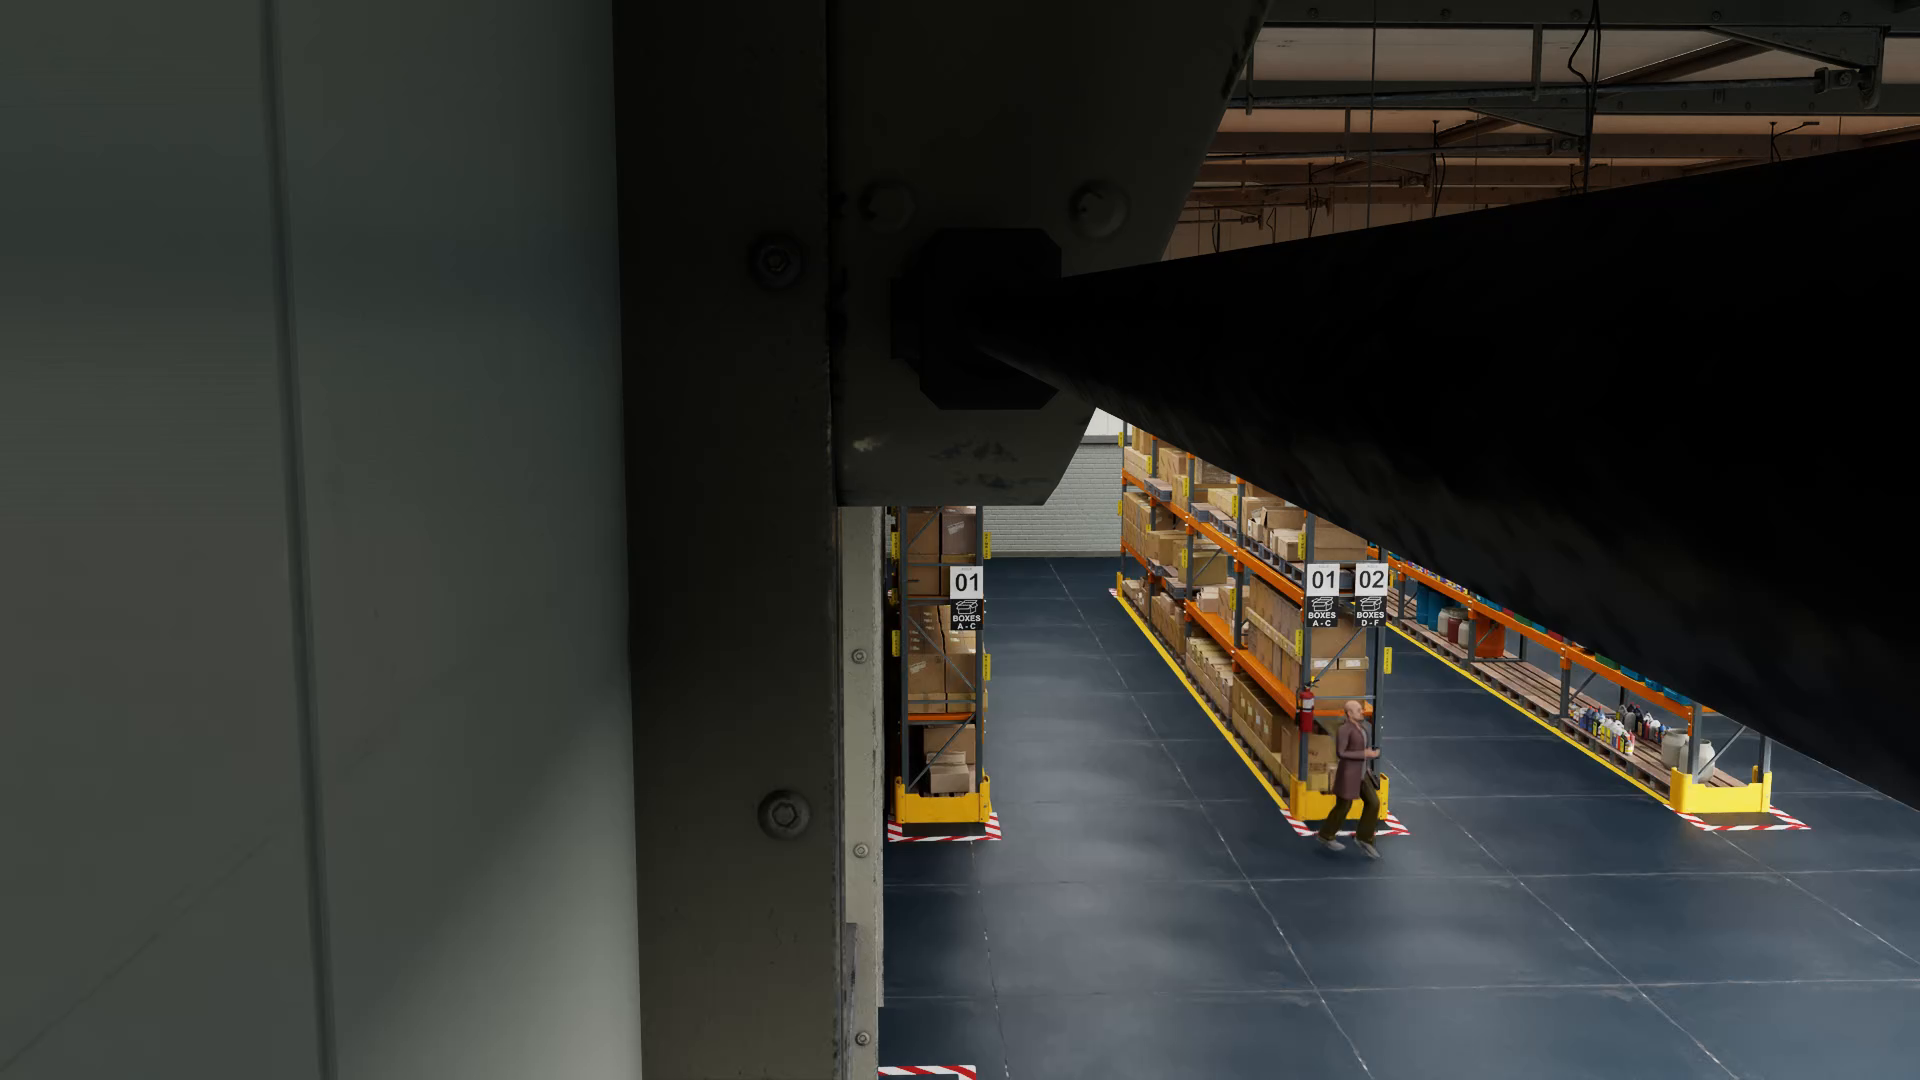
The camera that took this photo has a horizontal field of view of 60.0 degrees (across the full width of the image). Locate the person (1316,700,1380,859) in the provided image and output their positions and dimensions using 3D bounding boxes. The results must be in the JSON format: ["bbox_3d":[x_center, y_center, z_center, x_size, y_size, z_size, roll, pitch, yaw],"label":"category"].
[{"bbox_3d":[4.520,2.764,19.229,0.742,1.844,0.708,7,10,39],"label":"person"}]
